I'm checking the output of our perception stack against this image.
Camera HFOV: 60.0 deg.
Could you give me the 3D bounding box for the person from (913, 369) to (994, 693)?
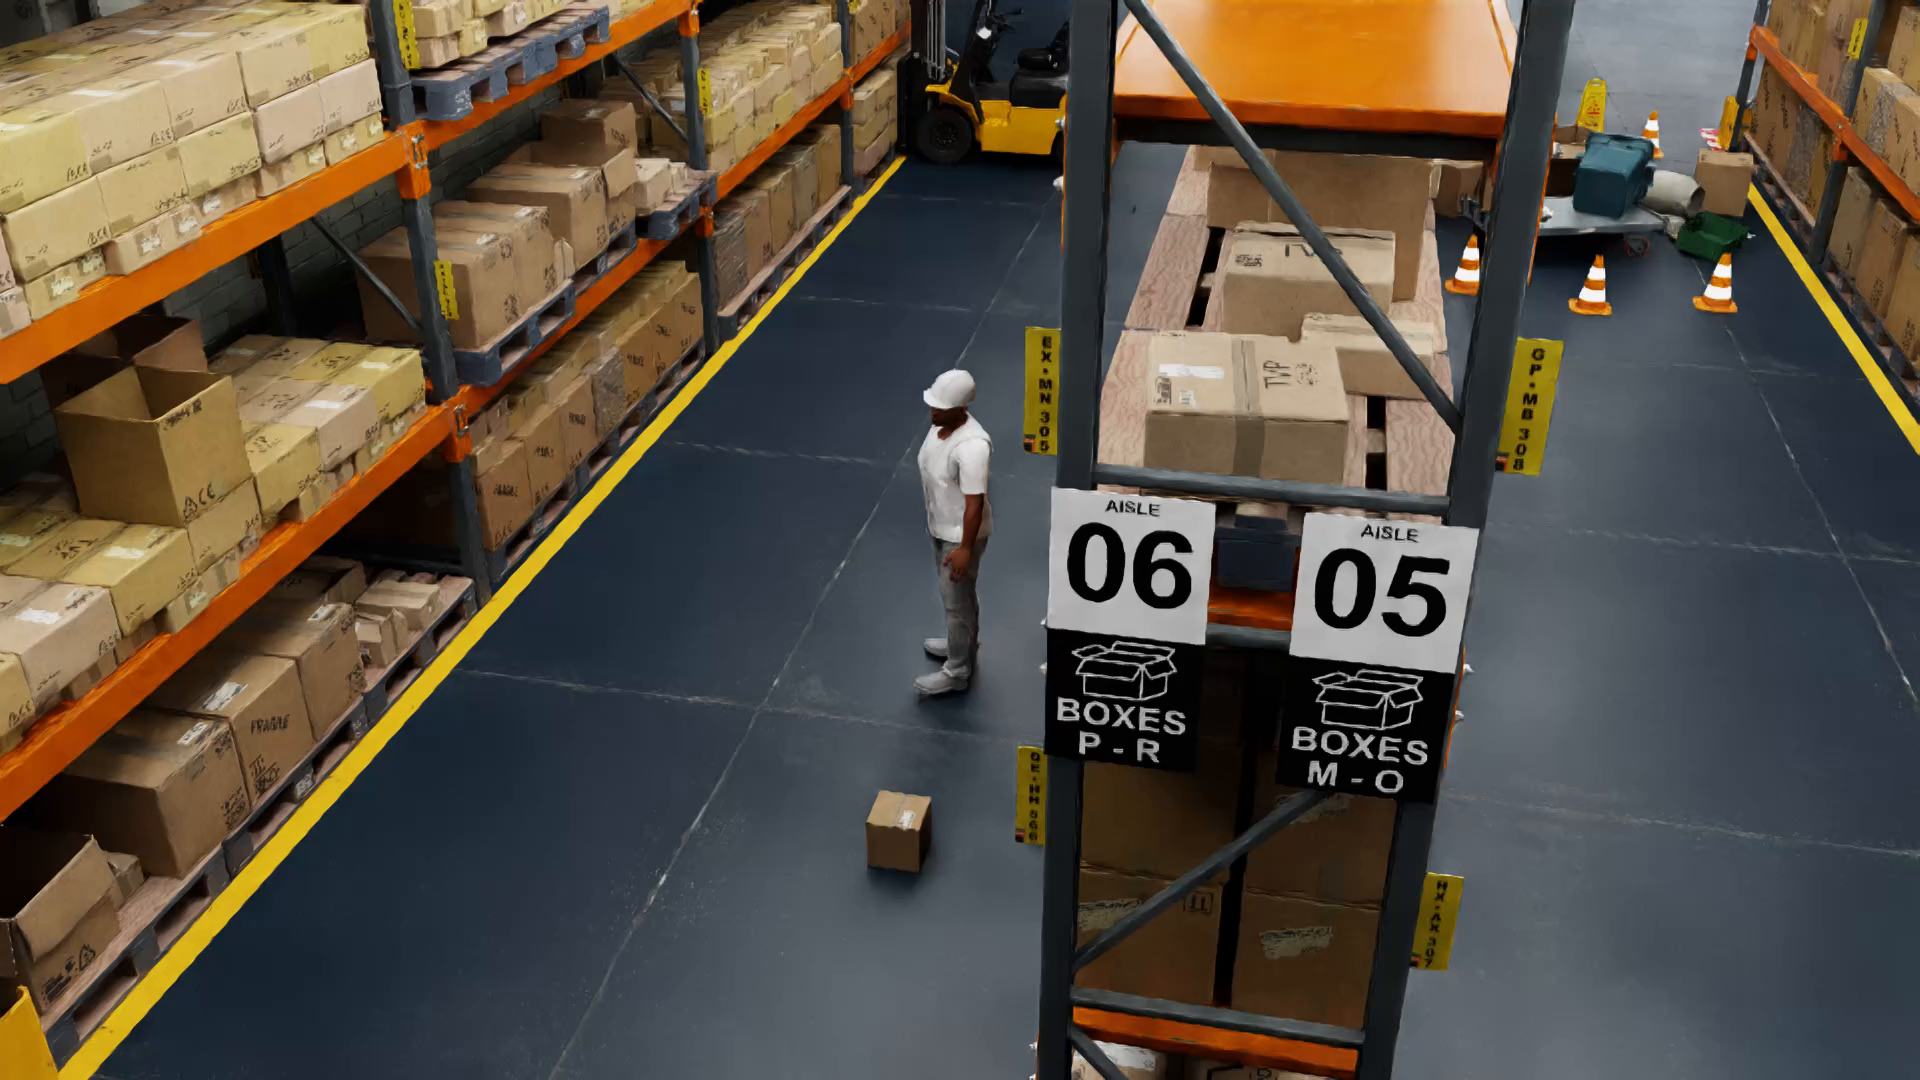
[{"bbox_3d":[-0.074,-0.047,8.627,0.462,1.762,0.648,-9,30,-15],"label":"person"}]
